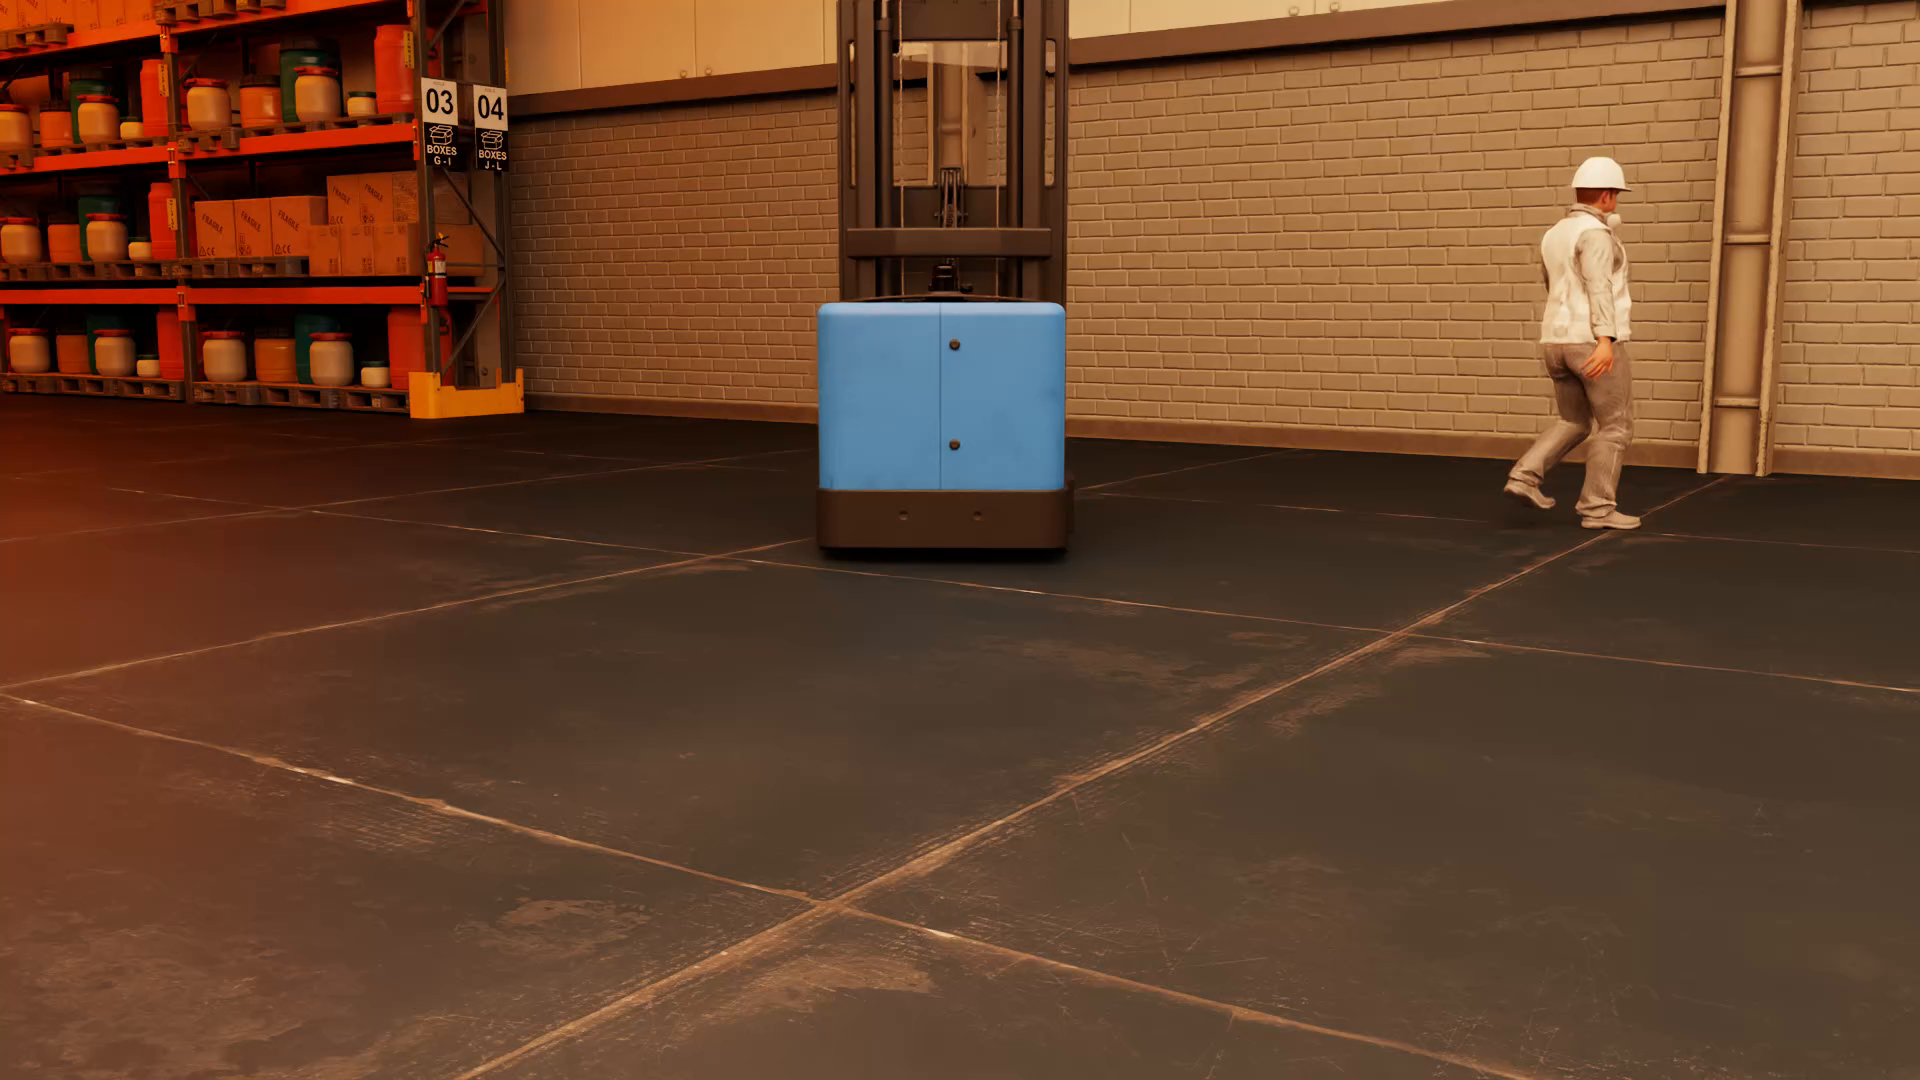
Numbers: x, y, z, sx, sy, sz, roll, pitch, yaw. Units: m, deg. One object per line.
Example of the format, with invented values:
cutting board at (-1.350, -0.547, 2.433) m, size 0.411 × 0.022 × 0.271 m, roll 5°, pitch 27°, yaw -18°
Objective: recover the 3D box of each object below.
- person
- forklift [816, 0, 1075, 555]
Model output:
person at (2.990, -0.930, 7.931) m, size 0.630 × 1.755 × 0.803 m, roll -2°, pitch 8°, yaw -12°
forklift at (-0.023, -1.559, 8.153) m, size 1.130 × 2.935 × 3.031 m, roll 0°, pitch 8°, yaw 2°
